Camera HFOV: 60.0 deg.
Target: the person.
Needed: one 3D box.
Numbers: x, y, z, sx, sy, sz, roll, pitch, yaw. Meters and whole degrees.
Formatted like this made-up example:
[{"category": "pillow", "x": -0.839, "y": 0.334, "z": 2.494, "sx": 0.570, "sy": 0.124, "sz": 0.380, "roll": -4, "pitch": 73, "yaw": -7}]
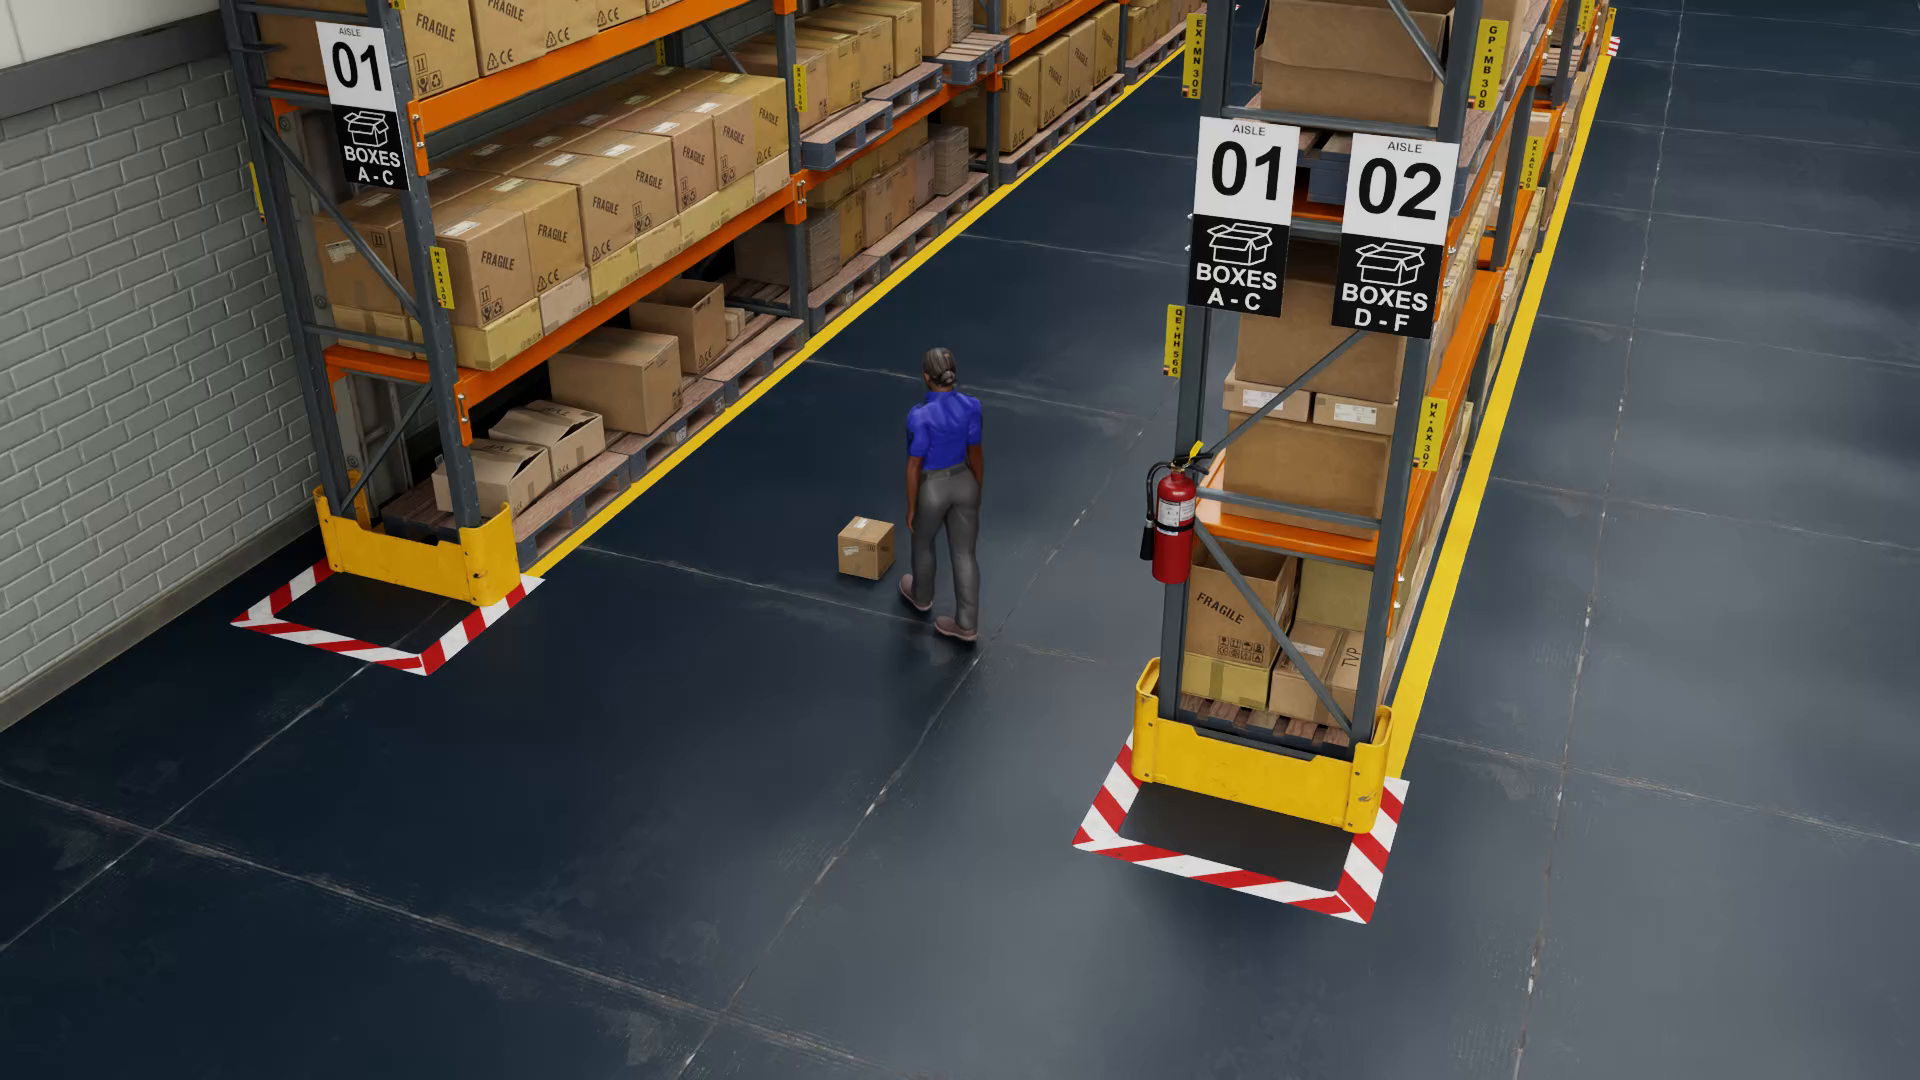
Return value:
[{"category": "person", "x": -0.128, "y": -0.287, "z": 8.884, "sx": 0.457, "sy": 1.641, "sz": 0.712, "roll": -12, "pitch": 32, "yaw": -20}]
